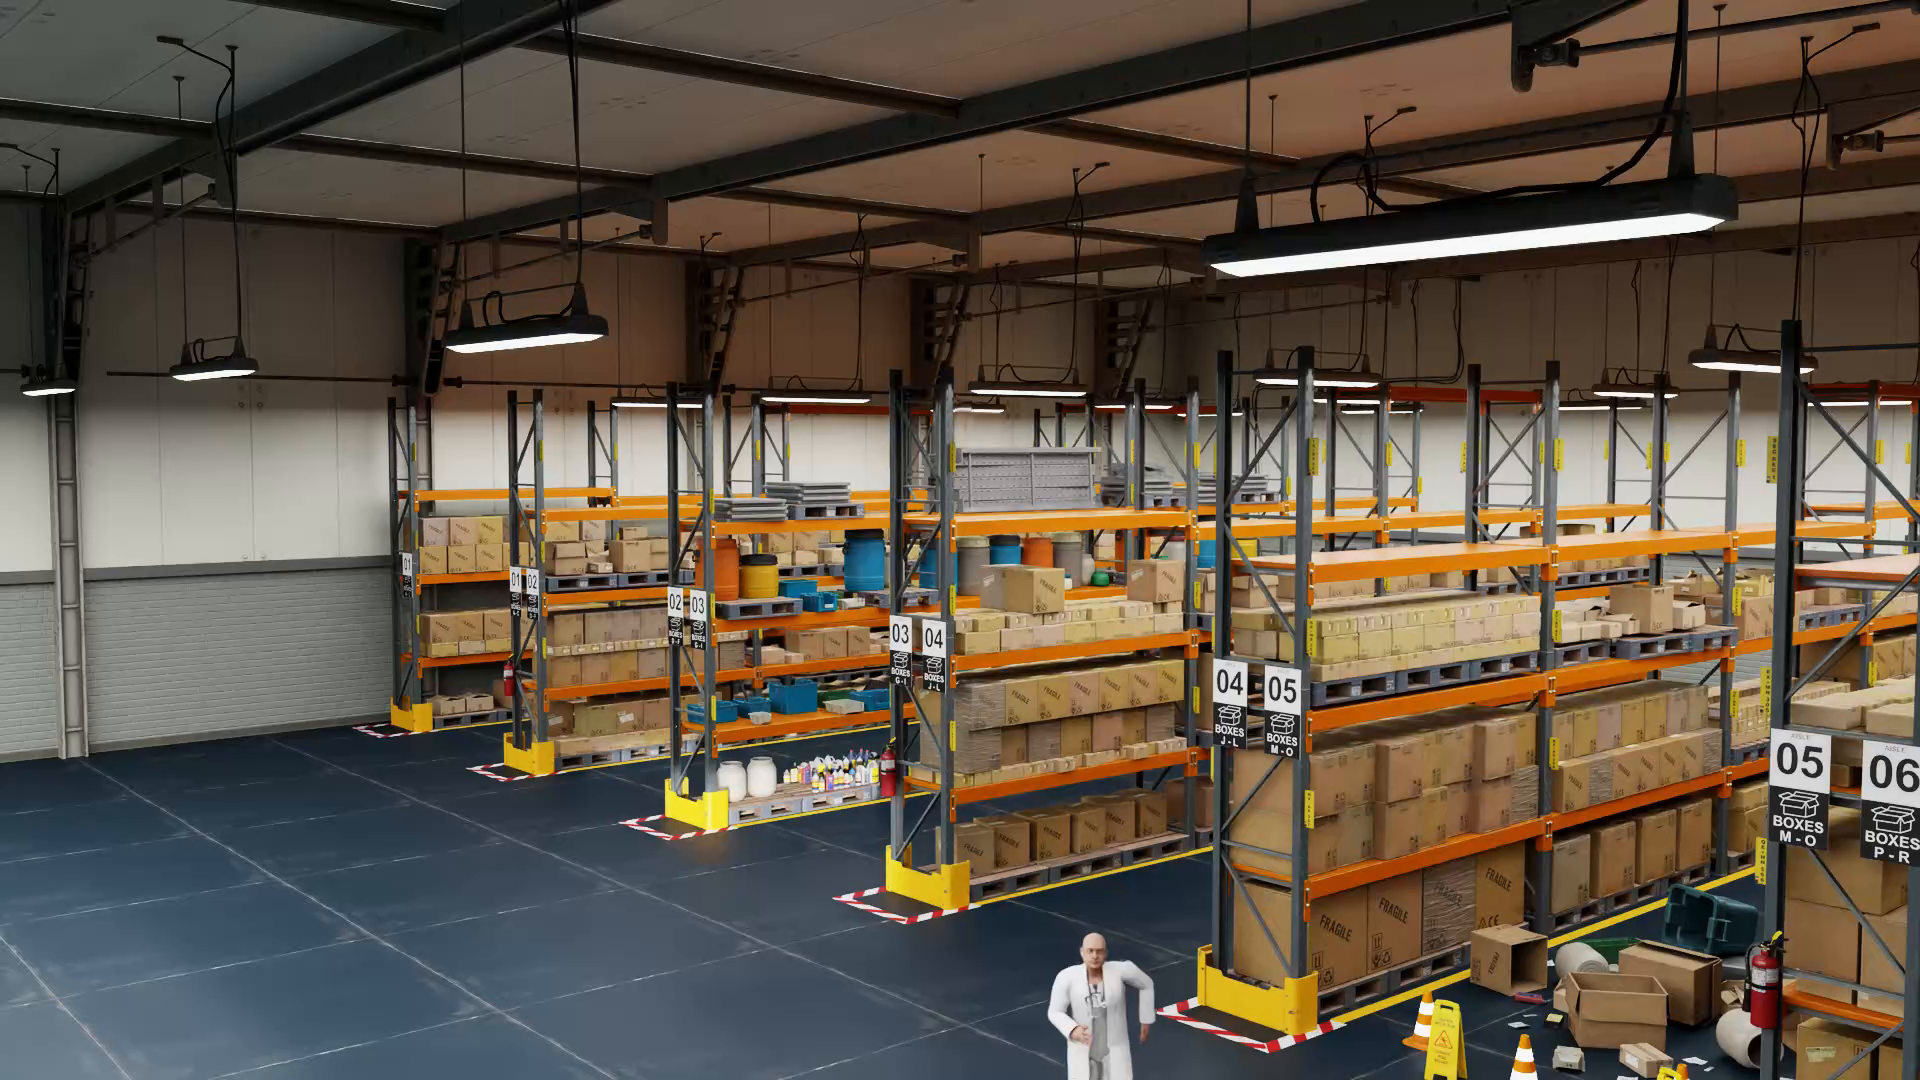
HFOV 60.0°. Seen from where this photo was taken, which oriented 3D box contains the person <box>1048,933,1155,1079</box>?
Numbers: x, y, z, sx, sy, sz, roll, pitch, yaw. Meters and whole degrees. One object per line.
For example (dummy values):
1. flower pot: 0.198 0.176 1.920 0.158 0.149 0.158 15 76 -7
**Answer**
1. person: 1.000 3.622 11.705 0.764 1.728 0.692 0 3 4
